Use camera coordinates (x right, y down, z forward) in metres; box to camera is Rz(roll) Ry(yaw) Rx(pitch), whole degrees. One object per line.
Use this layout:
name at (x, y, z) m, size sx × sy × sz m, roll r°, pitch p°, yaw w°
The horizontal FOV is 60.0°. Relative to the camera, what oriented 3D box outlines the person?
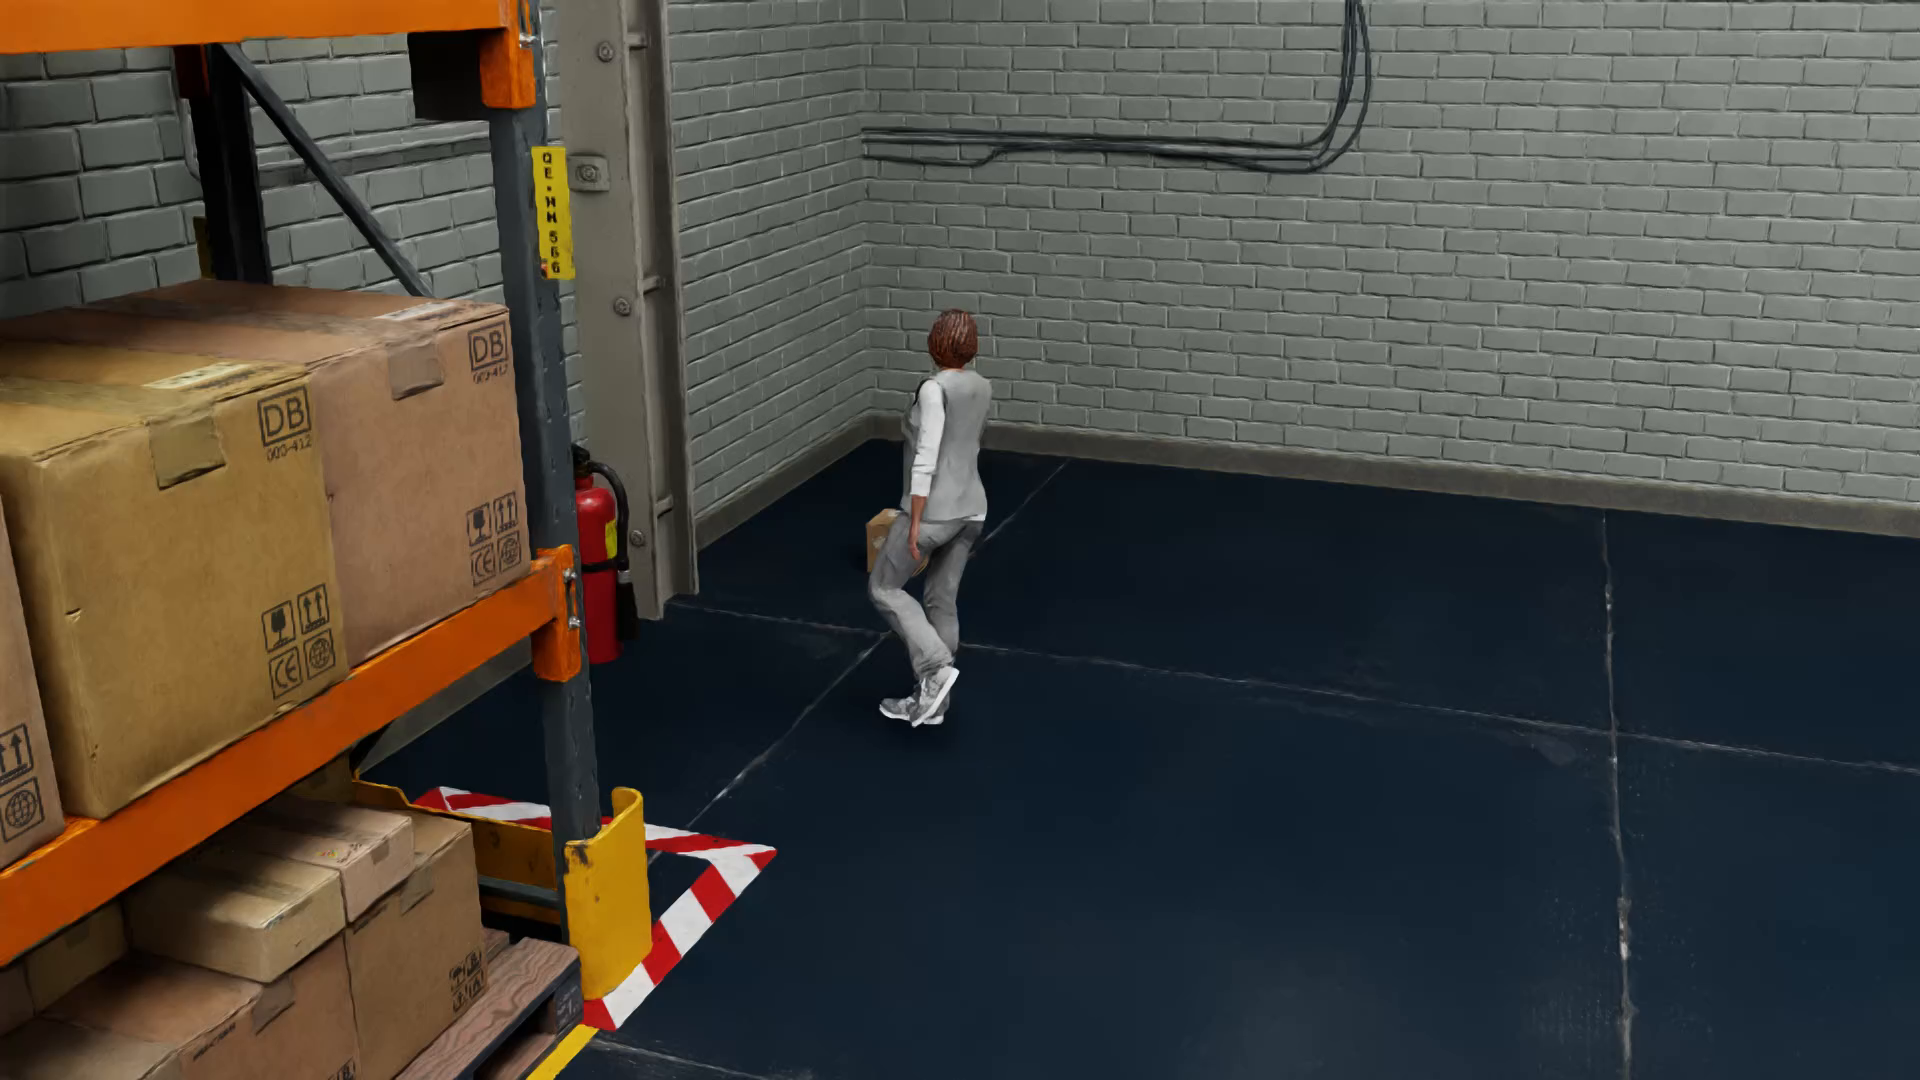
person at (-0.088, -0.063, 6.257) m, size 0.450 × 1.562 × 0.613 m, roll 14°, pitch 23°, yaw 35°
